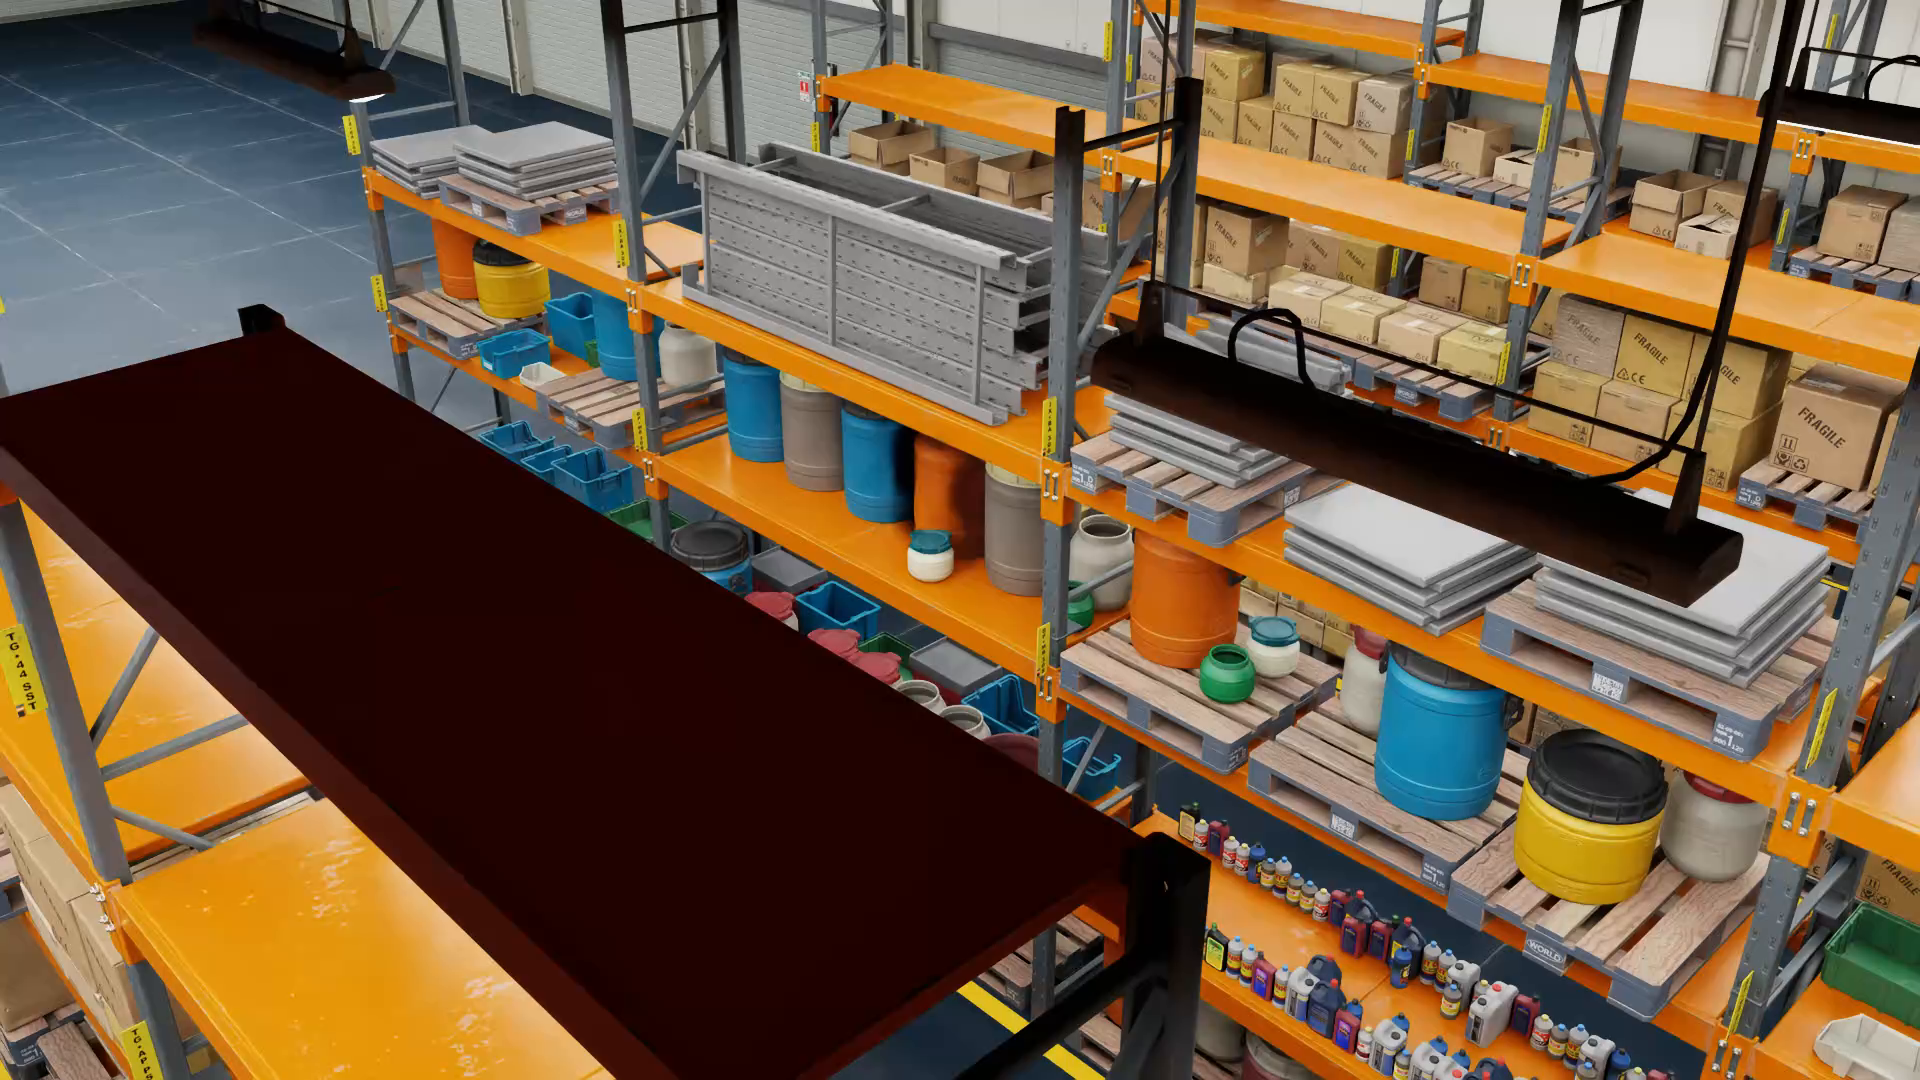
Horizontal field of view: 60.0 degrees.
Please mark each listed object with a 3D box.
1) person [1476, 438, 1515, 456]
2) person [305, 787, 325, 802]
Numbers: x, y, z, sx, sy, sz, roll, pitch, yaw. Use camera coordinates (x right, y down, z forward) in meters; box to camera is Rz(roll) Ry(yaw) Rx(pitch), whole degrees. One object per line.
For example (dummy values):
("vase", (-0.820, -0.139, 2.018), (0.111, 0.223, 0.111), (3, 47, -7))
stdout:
("person", (4.818, -0.261, 15.471), (0.622, 1.776, 0.510), (18, 33, 30))
("person", (-4.648, 1.595, 12.093), (0.698, 1.656, 0.473), (1, 28, 3))
